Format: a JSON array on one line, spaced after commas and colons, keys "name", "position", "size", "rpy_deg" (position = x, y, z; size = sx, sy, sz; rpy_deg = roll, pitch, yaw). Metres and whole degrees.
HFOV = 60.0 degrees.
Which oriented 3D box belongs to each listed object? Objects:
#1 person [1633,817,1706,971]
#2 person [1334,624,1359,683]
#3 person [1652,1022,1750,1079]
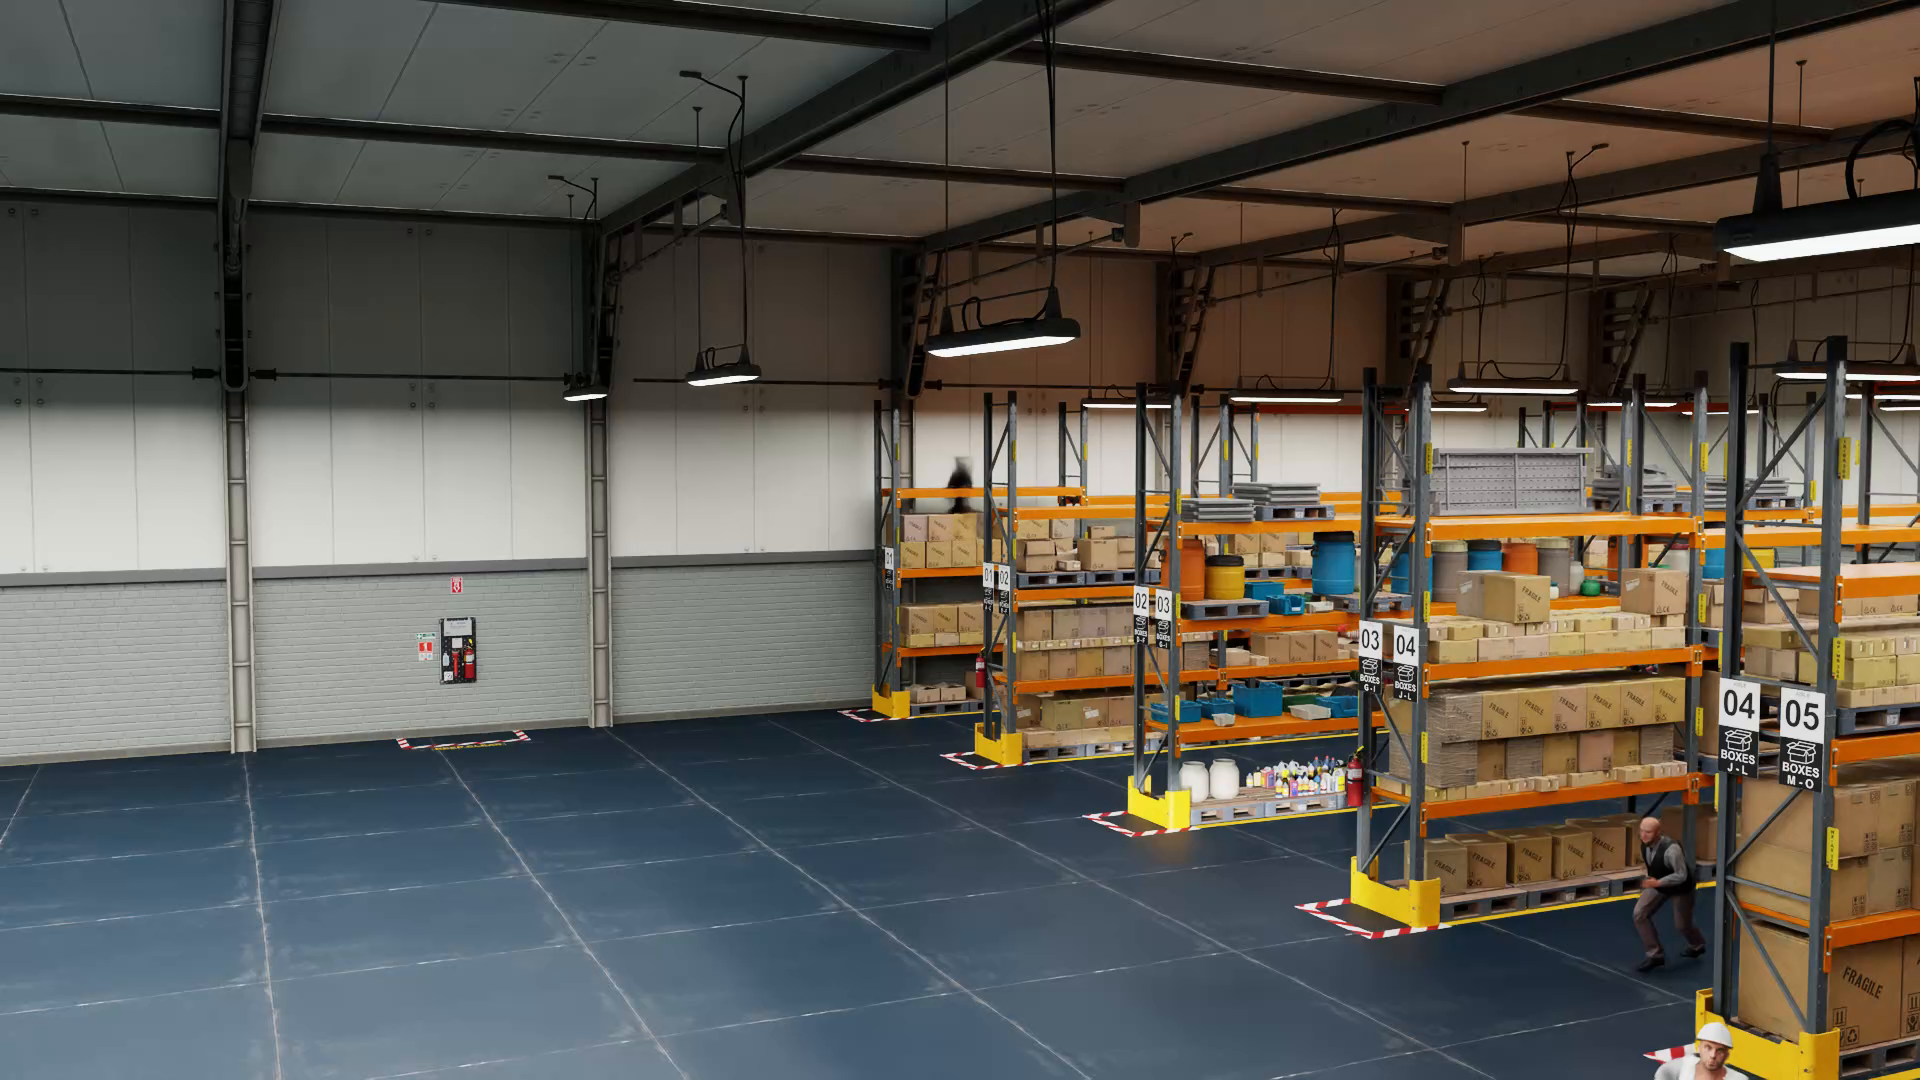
[{"name": "person", "position": [6.979, 3.431, 16.262], "size": [1.096, 1.534, 0.637], "rpy_deg": [-2, 4, -28]}, {"name": "person", "position": [8.050, 2.434, 33.966], "size": [0.994, 1.472, 0.681], "rpy_deg": [-3, 4, -41]}, {"name": "person", "position": [4.472, 3.723, 9.995], "size": [0.702, 1.714, 0.538], "rpy_deg": [2, 4, 30]}]
